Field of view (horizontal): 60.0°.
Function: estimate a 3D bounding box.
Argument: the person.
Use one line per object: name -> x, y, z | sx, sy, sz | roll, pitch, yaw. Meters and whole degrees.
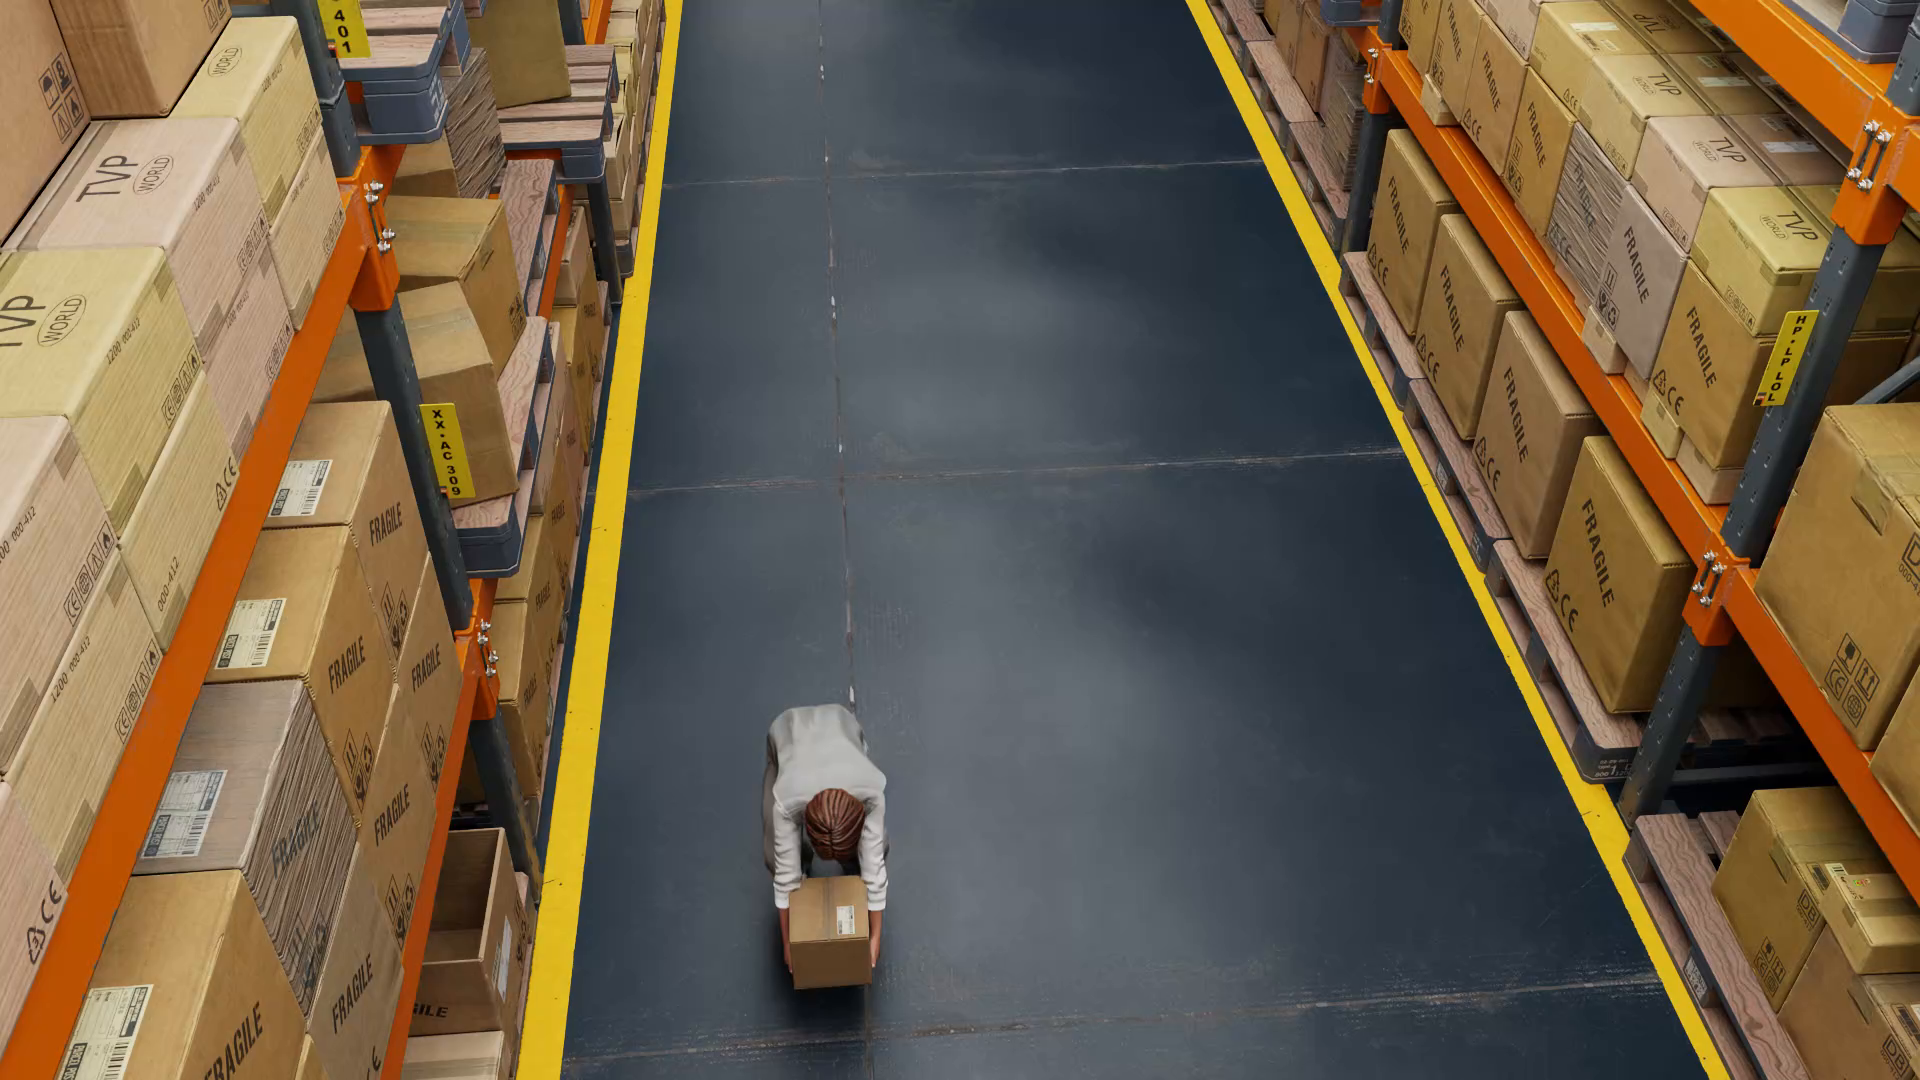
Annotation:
person -> -0.452, 0.960, 5.561 | 0.419, 0.892, 0.847 | -4, 40, -5
